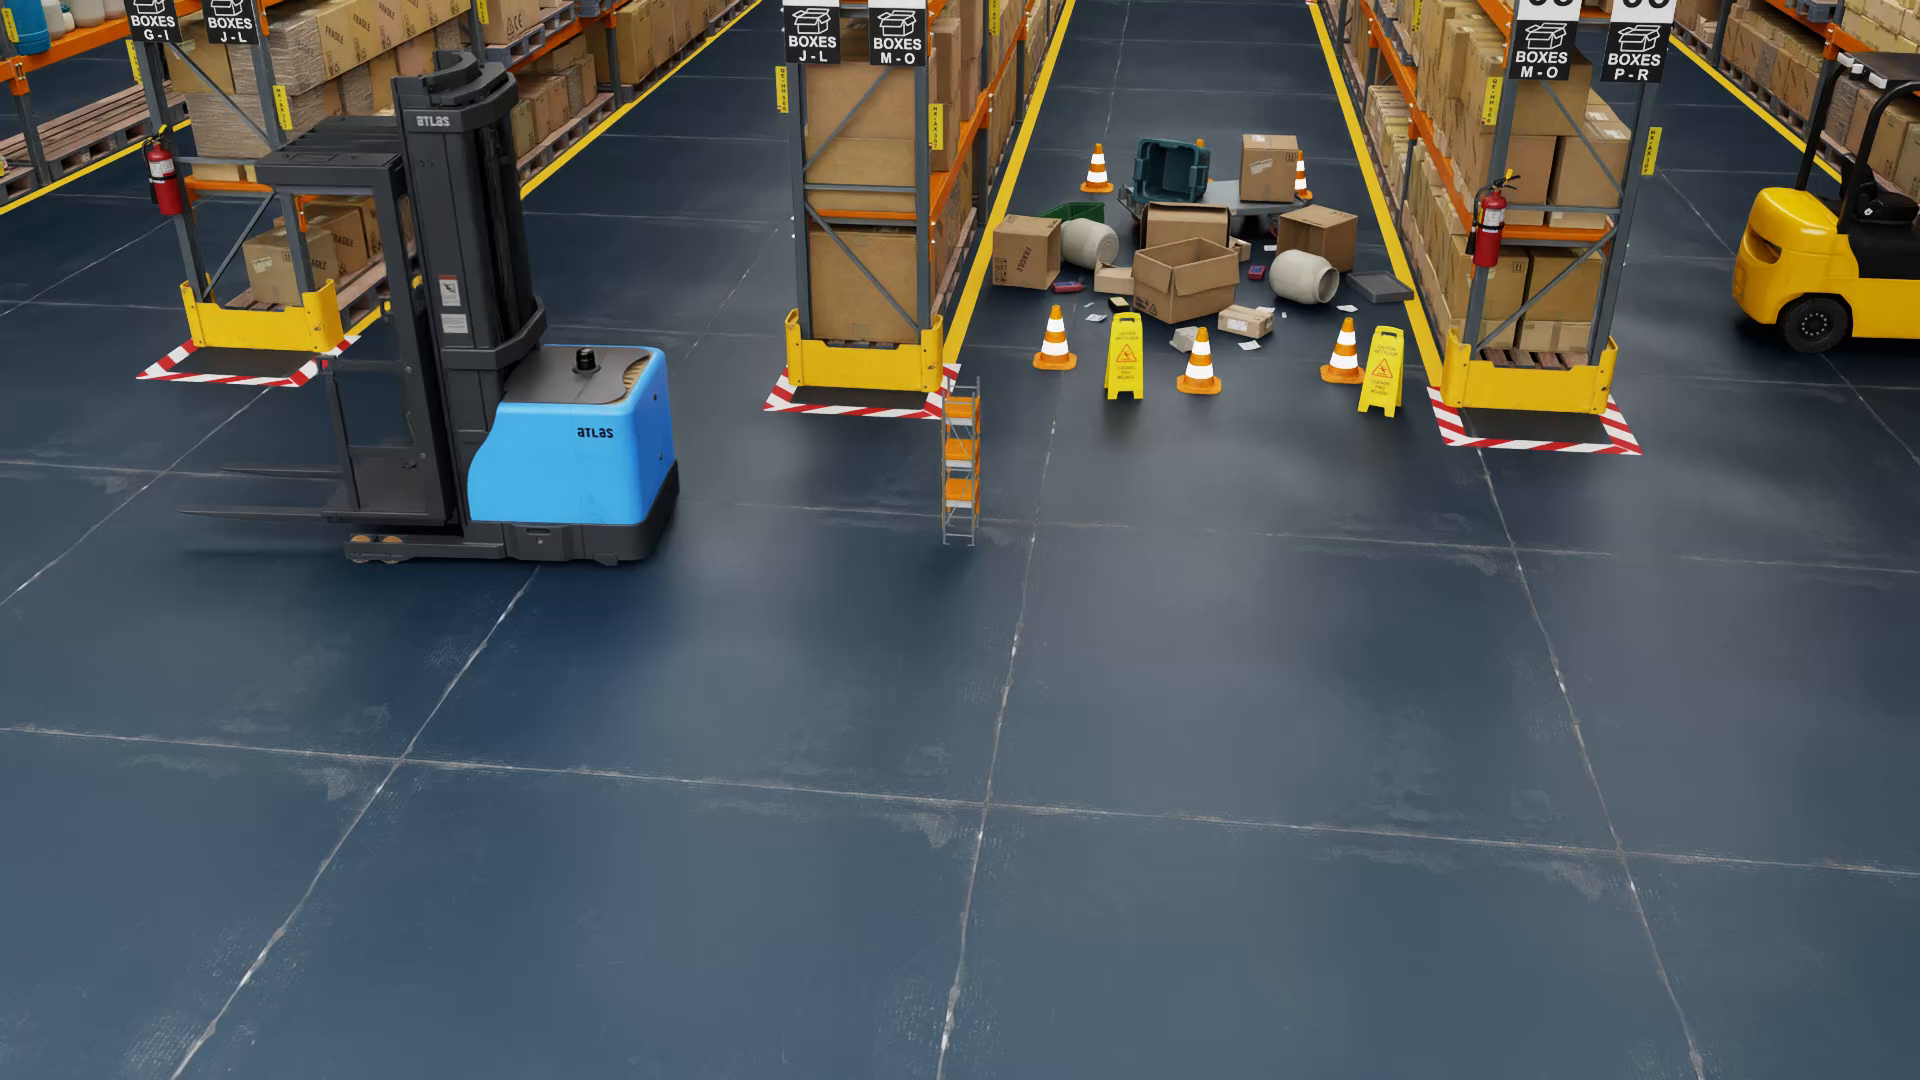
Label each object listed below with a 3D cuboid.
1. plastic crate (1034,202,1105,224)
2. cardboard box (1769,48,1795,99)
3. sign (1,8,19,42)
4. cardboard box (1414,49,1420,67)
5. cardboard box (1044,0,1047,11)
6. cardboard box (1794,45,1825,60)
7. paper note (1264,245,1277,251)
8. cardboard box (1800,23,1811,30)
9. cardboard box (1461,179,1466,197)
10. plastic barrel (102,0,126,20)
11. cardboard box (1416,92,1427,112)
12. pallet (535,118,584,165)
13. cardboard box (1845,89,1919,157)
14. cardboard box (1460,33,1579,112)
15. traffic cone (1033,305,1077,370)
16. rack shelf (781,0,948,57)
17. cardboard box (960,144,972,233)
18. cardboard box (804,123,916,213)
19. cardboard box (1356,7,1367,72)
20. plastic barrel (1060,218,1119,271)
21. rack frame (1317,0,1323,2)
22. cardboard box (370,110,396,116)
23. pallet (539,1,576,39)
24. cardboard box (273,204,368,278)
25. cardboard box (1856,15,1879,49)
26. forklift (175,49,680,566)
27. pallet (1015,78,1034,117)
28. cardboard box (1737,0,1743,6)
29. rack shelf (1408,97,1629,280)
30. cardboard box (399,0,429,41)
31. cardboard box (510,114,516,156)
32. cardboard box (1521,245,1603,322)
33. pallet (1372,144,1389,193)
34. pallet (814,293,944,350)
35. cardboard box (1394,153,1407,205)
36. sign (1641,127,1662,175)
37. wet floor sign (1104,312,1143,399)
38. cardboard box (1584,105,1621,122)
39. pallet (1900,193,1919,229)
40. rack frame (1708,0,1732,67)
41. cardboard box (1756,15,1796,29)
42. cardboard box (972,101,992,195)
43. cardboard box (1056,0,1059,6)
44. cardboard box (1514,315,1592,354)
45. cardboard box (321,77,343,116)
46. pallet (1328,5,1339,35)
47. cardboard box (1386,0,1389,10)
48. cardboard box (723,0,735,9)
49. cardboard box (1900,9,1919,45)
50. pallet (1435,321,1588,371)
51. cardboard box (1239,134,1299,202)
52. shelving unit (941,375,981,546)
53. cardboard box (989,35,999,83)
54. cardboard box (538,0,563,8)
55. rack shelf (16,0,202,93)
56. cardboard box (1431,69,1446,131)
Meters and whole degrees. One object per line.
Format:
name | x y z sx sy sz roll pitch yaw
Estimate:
plastic crate | 1.046 -3.076 15.994 0.450 0.188 0.662 9 28 37
cardboard box | 10.081 -5.580 19.930 0.500 0.500 0.500 5 29 8
sign | -9.514 -5.155 16.657 0.100 0.325 0.005 3 28 6
cardboard box | 4.481 -4.539 15.627 0.380 0.149 0.250 4 29 7
cardboard box | 0.907 -7.262 22.261 0.500 0.250 0.500 3 28 5
cardboard box | 9.997 -5.672 19.416 0.380 0.149 0.250 2 28 5
paper note | 2.934 -2.749 15.613 0.148 0.019 0.142 3 28 6
cardboard box | 10.700 -6.378 20.727 0.380 0.149 0.250 4 29 8
cardboard box | 4.009 -2.647 12.558 0.380 0.149 0.250 3 28 5
plastic barrel | -9.581 -6.117 18.590 0.433 0.535 0.433 0 28 0
cardboard box | 4.335 -3.967 15.007 0.380 0.149 0.250 3 28 6
pallet | -4.902 -4.498 18.668 1.003 0.211 1.213 3 28 6
cardboard box | 9.947 -4.342 17.499 0.875 0.625 0.625 4 29 8
cardboard box | 4.118 -3.430 12.273 0.700 0.500 0.500 4 29 7
traffic cone | 0.751 -1.615 13.051 0.336 0.463 0.334 3 28 6
rack shelf | -0.478 -4.509 13.345 1.077 0.370 4.000 3 28 6
cardboard box | -0.379 -3.404 15.496 0.875 0.875 0.875 4 29 7
cardboard box | -0.722 -2.807 12.432 0.875 0.550 0.550 3 28 6
cardboard box | 5.573 -6.500 21.242 0.875 0.875 0.875 4 29 8
plastic barrel | 1.151 -2.690 15.088 0.421 0.421 0.512 -24 36 -37
rack frame | 6.163 -9.855 25.673 1.000 3.000 0.127 3 28 6
cardboard box | -5.082 -3.610 14.345 0.380 0.149 0.250 3 28 6
pallet | -4.855 -5.647 18.063 1.003 0.211 1.213 3 28 6
cardboard box | -5.501 -2.561 14.325 0.500 0.500 0.500 11 30 19
cardboard box | 9.746 -5.306 17.386 0.500 0.250 0.500 3 28 5
forklift | -3.390 -1.391 10.035 3.031 2.935 1.130 2 28 3
pallet | 0.354 -5.470 20.473 1.003 0.211 1.213 3 28 6
cardboard box | 10.351 -7.030 21.623 0.380 0.149 0.250 3 28 5
rack shelf | 4.447 -2.949 13.611 1.077 0.370 4.000 3 28 6
cardboard box | -5.047 -4.699 14.629 0.500 0.500 0.500 3 28 6
cardboard box | -5.046 -4.164 17.280 0.700 0.500 0.500 1 28 2
cardboard box | 4.578 -2.003 12.764 0.500 0.500 0.500 2 28 4
pallet | 4.933 -3.922 17.599 1.003 0.211 1.213 3 28 6
pallet | -0.703 -1.717 13.507 1.003 0.211 1.213 3 28 6
cardboard box | 4.754 -3.482 16.170 0.950 0.372 0.625 4 29 7
sign | 4.741 -2.674 11.429 0.100 0.325 0.005 3 28 6
wet floor sign | 1.239 -1.399 12.458 0.267 0.644 0.232 -1 28 -3
cardboard box | 4.596 -2.950 12.436 0.500 0.500 0.500 4 29 8
pallet | 9.671 -3.042 15.965 1.003 0.211 1.213 3 28 6
rack frame | 10.599 -7.686 21.646 1.000 3.000 0.127 3 28 6
cardboard box | 10.294 -6.516 20.984 0.380 0.149 0.250 3 28 5
cardboard box | -0.246 -3.939 16.620 1.050 0.750 0.750 3 28 6
cardboard box | 1.291 -8.151 25.072 0.380 0.149 0.250 4 29 7
cardboard box | 4.575 -1.662 12.921 0.500 0.250 0.500 3 28 6
cardboard box | -5.596 -3.574 13.595 0.875 0.500 0.500 3 28 6
pallet | 5.990 -7.674 24.564 1.003 0.211 1.213 3 28 6
cardboard box | 4.811 -5.765 17.902 0.380 0.149 0.250 2 28 3
cardboard box | -3.892 -8.528 25.006 0.875 0.875 0.875 3 28 6
cardboard box | 9.630 -5.039 16.365 0.500 0.250 0.500 4 29 7
pallet | 4.346 -1.512 13.127 1.003 0.211 1.213 3 28 6
cardboard box | 2.922 -3.529 15.767 0.500 0.500 0.500 3 28 6
shelving unit | 0.007 -0.487 10.340 0.215 1.050 0.252 3 28 6
cardboard box | 0.099 -4.723 16.040 0.500 0.500 0.500 4 29 7
cardboard box | -4.589 -5.991 18.198 0.396 0.266 0.258 3 28 5
rack shelf | -9.814 -5.695 18.709 1.077 0.370 4.000 3 28 6
cardboard box | 4.249 -3.718 13.861 0.500 0.500 0.500 3 28 6
